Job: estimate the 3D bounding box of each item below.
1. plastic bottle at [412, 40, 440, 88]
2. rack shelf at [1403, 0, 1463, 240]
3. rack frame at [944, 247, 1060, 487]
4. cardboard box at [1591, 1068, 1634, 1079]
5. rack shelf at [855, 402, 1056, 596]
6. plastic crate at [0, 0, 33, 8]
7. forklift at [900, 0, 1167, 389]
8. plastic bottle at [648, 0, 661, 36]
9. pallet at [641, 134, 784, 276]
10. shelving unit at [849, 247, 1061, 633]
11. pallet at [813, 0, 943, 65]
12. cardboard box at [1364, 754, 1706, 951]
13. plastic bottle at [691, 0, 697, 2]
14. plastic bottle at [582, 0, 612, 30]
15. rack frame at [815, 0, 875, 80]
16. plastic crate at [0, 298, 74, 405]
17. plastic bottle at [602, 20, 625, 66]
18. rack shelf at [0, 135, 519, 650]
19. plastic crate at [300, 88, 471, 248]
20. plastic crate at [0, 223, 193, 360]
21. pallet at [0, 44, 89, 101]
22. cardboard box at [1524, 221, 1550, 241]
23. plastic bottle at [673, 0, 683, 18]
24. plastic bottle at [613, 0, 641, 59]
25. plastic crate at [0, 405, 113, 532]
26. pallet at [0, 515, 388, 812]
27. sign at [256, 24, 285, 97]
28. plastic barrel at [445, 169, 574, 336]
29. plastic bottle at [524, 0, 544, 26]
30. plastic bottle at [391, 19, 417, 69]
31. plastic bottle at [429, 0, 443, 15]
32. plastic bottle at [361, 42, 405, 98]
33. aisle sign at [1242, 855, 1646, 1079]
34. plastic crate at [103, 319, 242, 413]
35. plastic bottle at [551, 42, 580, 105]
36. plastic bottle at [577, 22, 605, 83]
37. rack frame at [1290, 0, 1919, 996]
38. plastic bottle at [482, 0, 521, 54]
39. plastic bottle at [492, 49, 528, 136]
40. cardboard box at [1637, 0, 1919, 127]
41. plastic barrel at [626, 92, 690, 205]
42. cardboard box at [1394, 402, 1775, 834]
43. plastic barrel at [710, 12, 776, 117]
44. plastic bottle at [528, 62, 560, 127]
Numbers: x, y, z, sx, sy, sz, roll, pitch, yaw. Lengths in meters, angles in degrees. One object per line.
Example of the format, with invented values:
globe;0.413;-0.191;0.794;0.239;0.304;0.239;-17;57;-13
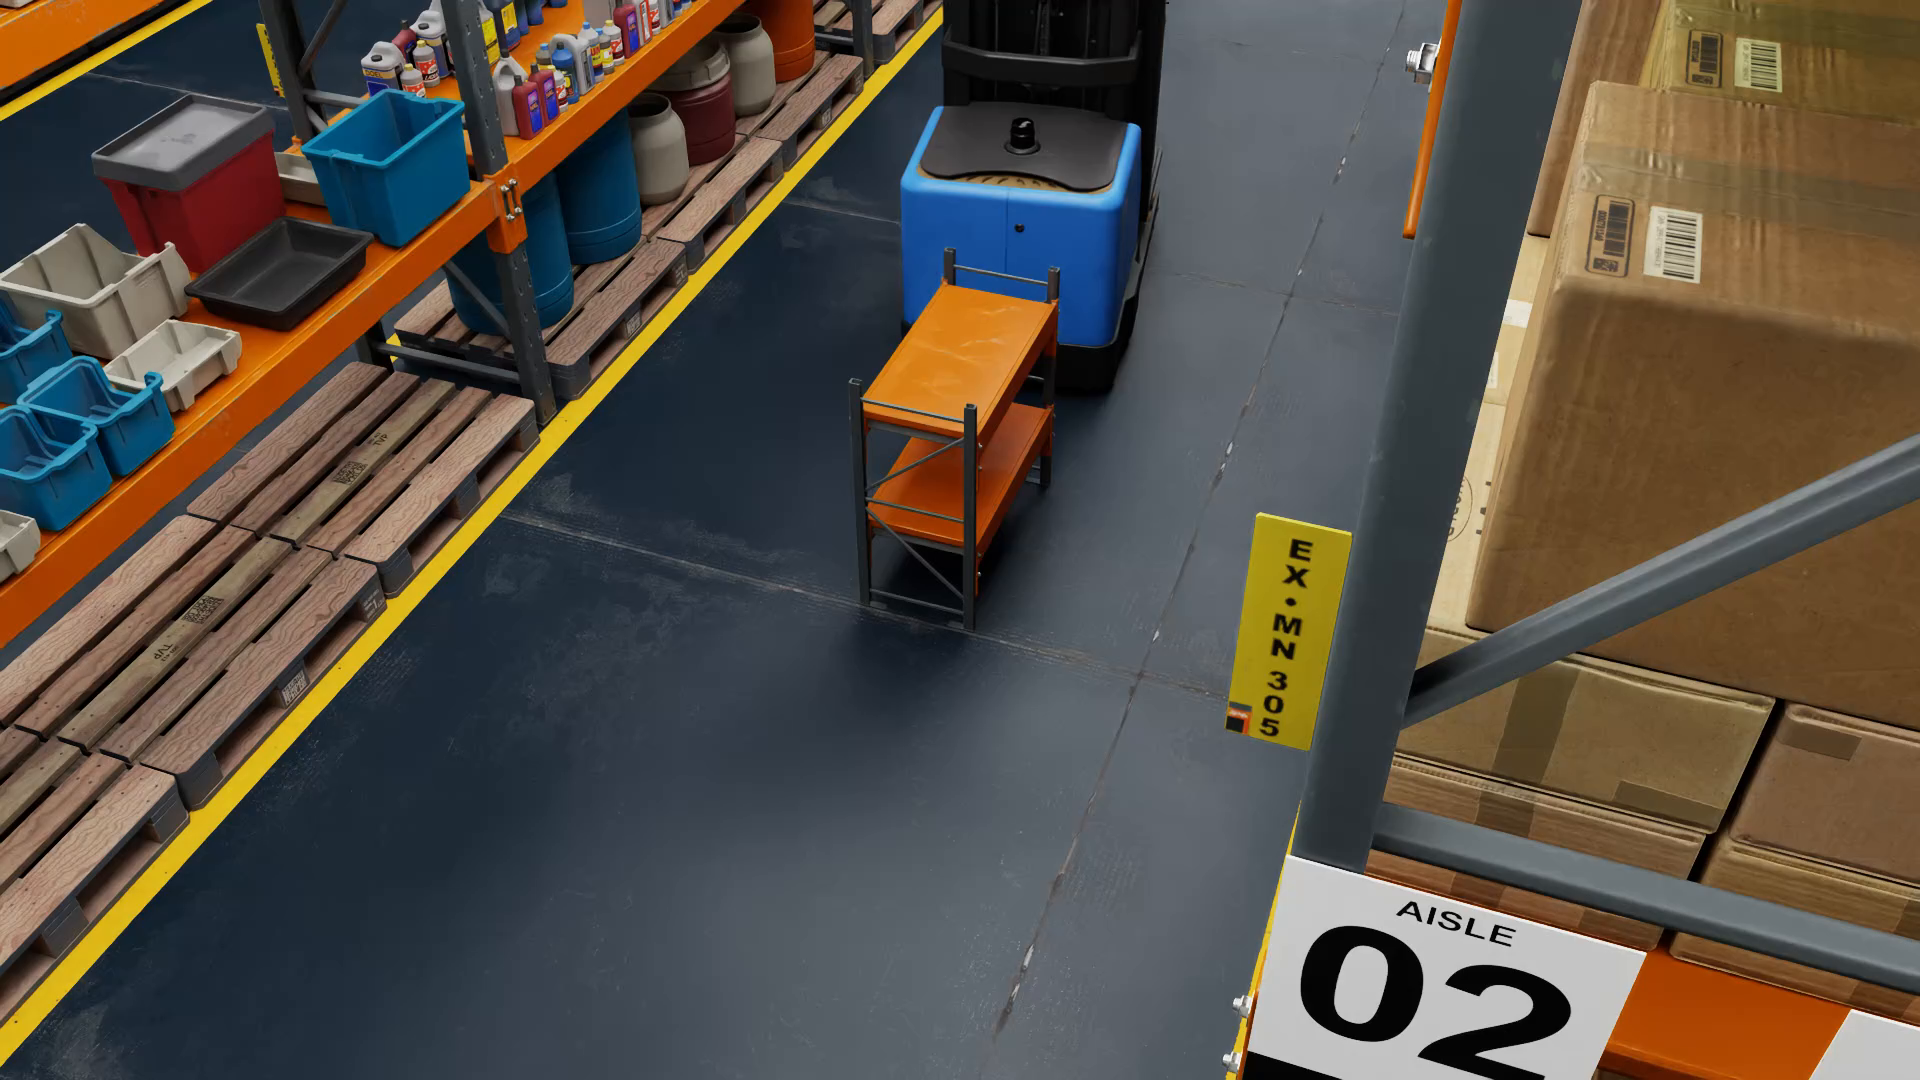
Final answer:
plastic bottle;-2.468;-2.202;7.673;0.097;0.201;0.097;0;40;0
rack shelf;1.554;-1.507;2.640;1.077;0.370;4.000;13;42;15
rack frame;0.172;-0.734;7.243;0.500;1.125;0.032;13;42;15
cardboard box;1.270;1.090;2.814;0.500;0.500;0.500;15;43;16
rack shelf;-0.002;-0.238;7.039;0.538;0.278;1.000;13;42;15
plastic crate;-2.735;-1.761;4.783;0.437;0.282;0.530;13;42;15
forklift;0.506;-2.802;8.275;1.130;2.935;3.031;7;41;9
plastic bottle;-1.517;-2.573;8.107;0.097;0.201;0.097;0;40;0
pallet;-1.697;-1.968;9.394;1.003;0.211;1.213;13;42;15
shelving unit;-0.002;-0.424;6.880;0.538;1.125;1.048;13;42;15
pallet;-0.746;-3.664;11.382;1.003;0.211;1.213;13;42;15
cardboard box;0.798;0.264;2.433;0.500;0.250;0.500;13;42;15
plastic bottle;-1.378;-2.921;8.401;0.144;0.351;0.185;13;42;15
plastic bottle;-1.726;-2.570;8.047;0.152;0.276;0.135;13;42;15
rack frame;-1.048;-4.261;9.933;1.000;3.000;0.127;13;42;15
plastic crate;-3.322;-0.650;5.783;0.416;0.233;0.300;13;42;15
plastic bottle;-1.642;-2.350;7.846;0.097;0.201;0.097;0;40;0
rack shelf;-3.099;-0.327;5.877;1.077;0.370;4.000;13;42;15
plastic crate;-2.255;-1.477;6.636;0.392;0.384;0.575;13;42;15
plastic crate;-3.111;-0.908;6.049;0.437;0.282;0.530;13;42;15
pallet;-6.461;-3.093;10.713;1.003;0.211;1.213;13;42;15
cardboard box;1.151;-0.533;2.983;0.500;0.250;0.500;13;42;15
plastic bottle;-1.438;-2.741;8.250;0.097;0.271;0.097;0;40;0
plastic bottle;-1.586;-2.447;7.897;0.061;0.283;0.133;13;42;15
plastic crate;-2.939;-0.221;5.281;0.416;0.233;0.300;13;42;15
pallet;-3.046;0.444;6.567;1.003;0.211;1.213;13;42;15
sign;-2.932;-2.049;7.128;0.100;0.325;0.005;13;42;15
plastic barrel;-2.213;-1.510;8.003;0.600;0.901;0.708;13;42;15
plastic bottle;-2.118;-2.680;8.180;0.097;0.271;0.097;0;40;0
plastic bottle;-2.548;-2.240;7.654;0.061;0.283;0.133;13;42;15
plastic bottle;-2.409;-2.435;7.831;0.144;0.351;0.185;13;42;15
plastic bottle;-2.585;-2.086;7.479;0.152;0.276;0.135;13;42;15
aisle sign;0.559;0.705;2.110;0.394;0.787;0.004;13;42;15
plastic crate;-2.728;-0.615;5.816;0.293;0.136;0.466;13;42;15
plastic bottle;-1.788;-2.116;7.518;0.097;0.271;0.097;0;40;0
plastic bottle;-1.709;-2.258;7.684;0.097;0.271;0.097;0;40;0
rack frame;0.870;-0.562;0.975;1.000;3.000;0.127;13;42;15
plastic bottle;-2.210;-2.516;7.926;0.144;0.351;0.185;13;42;15
plastic bottle;-1.977;-1.970;7.285;0.144;0.351;0.185;13;42;15
cardboard box;1.281;-0.442;2.299;0.700;0.500;0.500;13;42;15
plastic barrel;-1.694;-2.119;9.016;0.421;0.512;0.421;0;40;0
cardboard box;0.806;0.076;2.269;0.500;0.250;0.500;13;42;15
plastic barrel;-1.308;-2.808;9.823;0.421;0.512;0.421;0;40;0
plastic bottle;-1.844;-1.987;7.358;0.061;0.283;0.133;13;42;15
